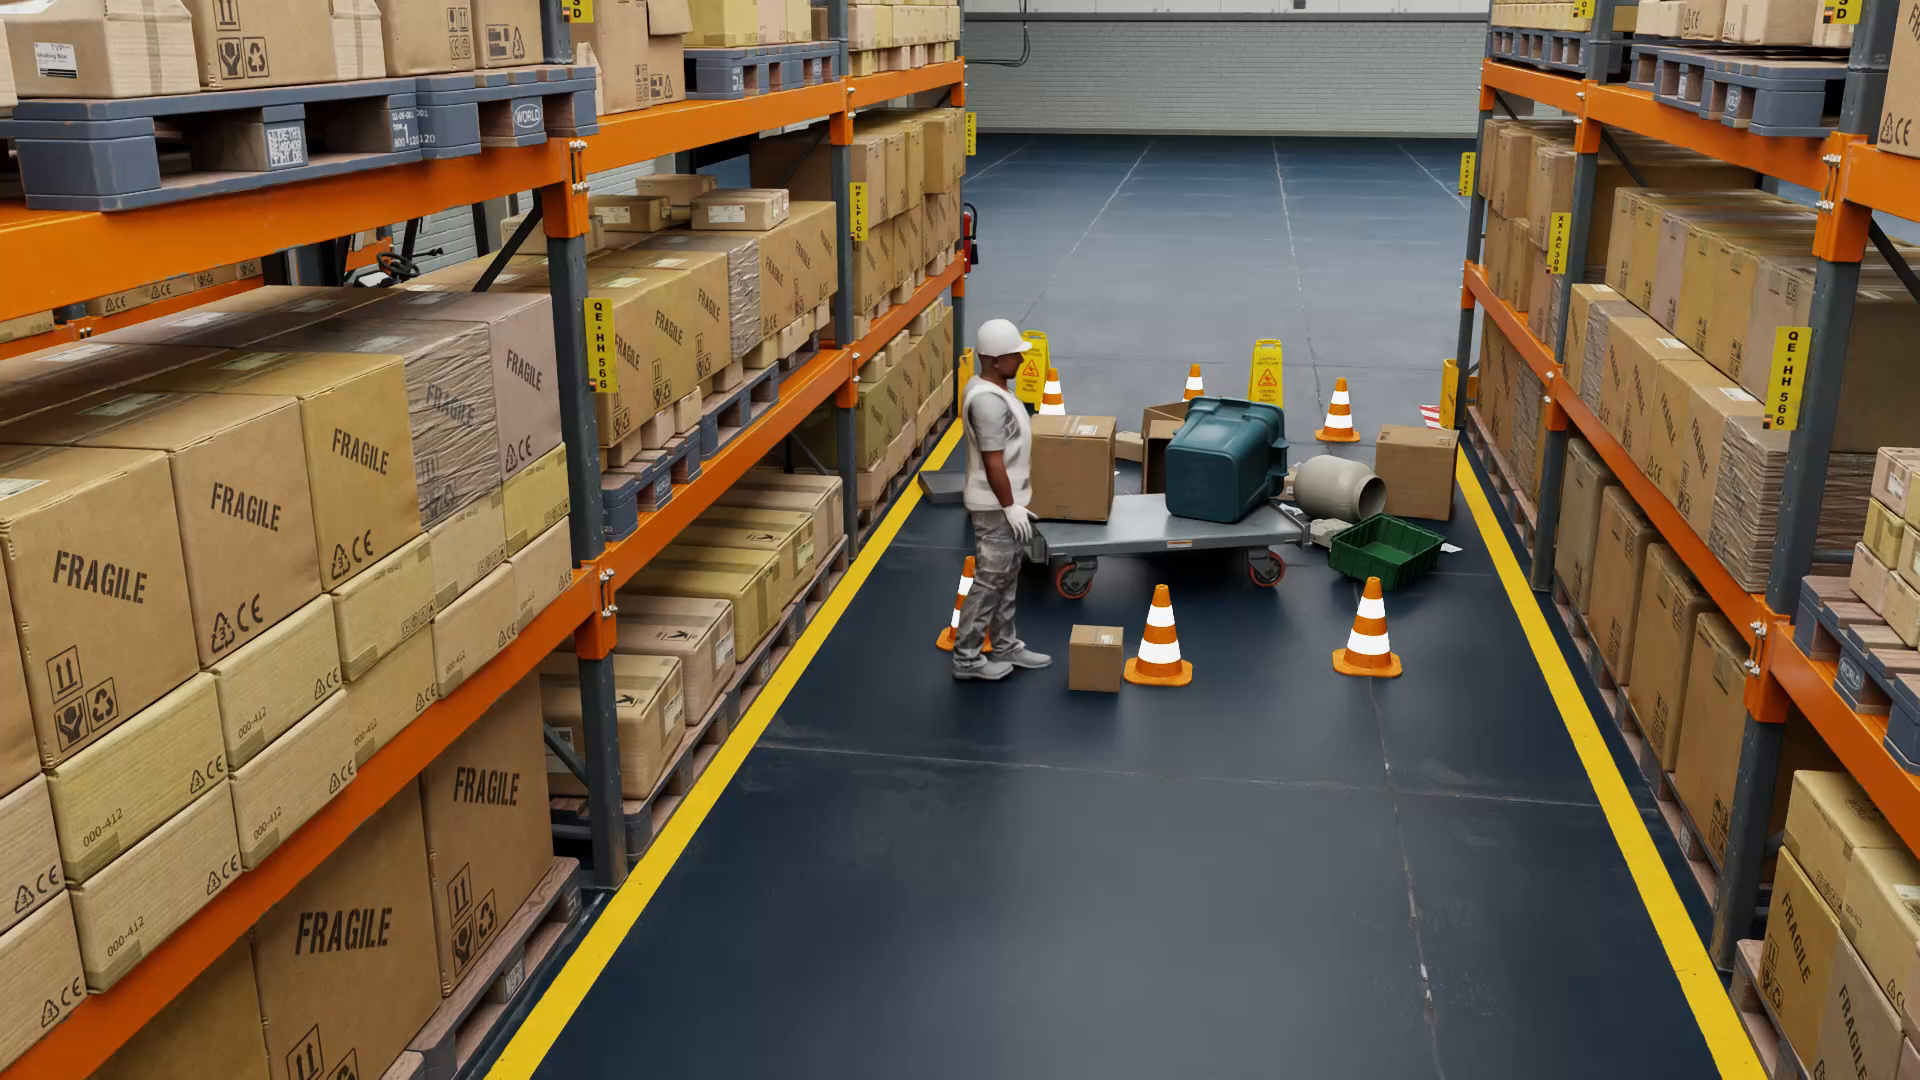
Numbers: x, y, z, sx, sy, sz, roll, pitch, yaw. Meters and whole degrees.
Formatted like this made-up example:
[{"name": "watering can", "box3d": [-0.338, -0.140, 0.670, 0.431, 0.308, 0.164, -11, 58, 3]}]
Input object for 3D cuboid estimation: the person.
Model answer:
[{"name": "person", "box3d": [0.216, -0.180, 8.064, 0.506, 1.800, 0.570, 0, 18, 0]}]
